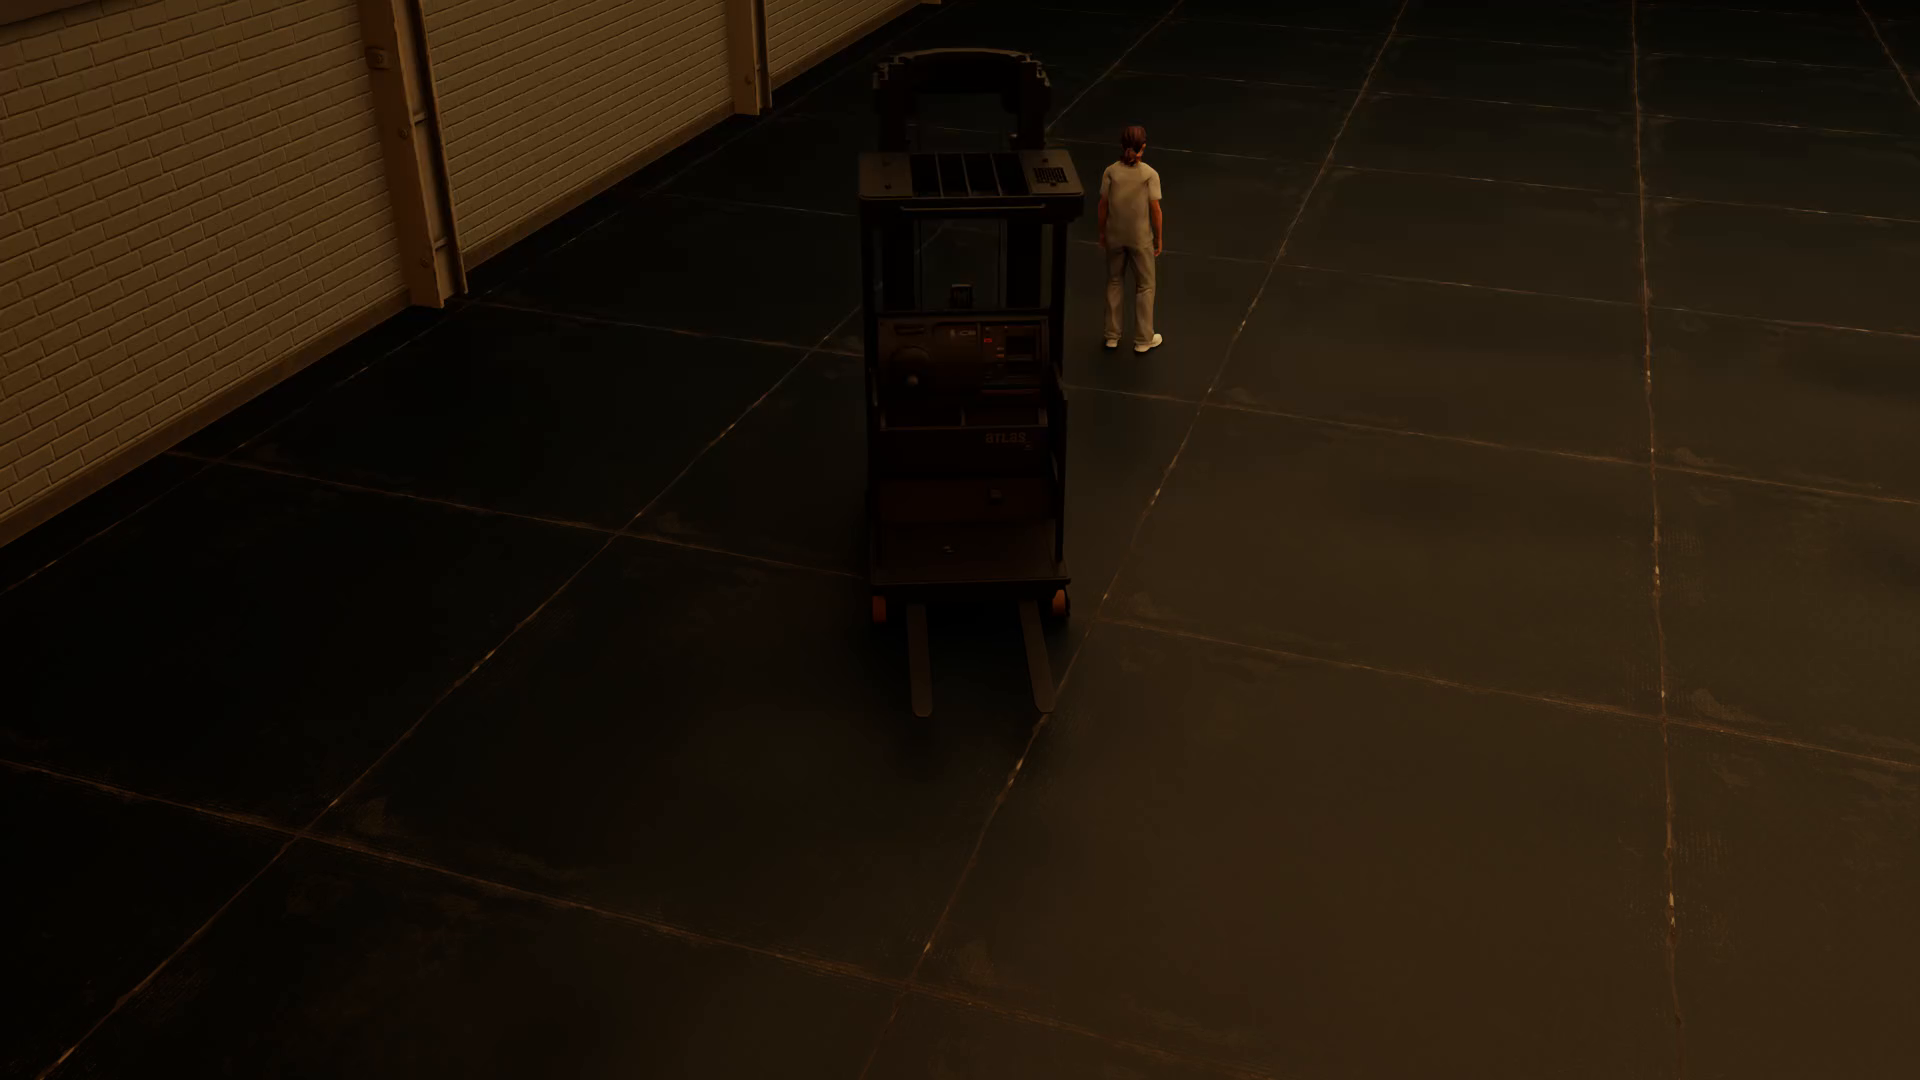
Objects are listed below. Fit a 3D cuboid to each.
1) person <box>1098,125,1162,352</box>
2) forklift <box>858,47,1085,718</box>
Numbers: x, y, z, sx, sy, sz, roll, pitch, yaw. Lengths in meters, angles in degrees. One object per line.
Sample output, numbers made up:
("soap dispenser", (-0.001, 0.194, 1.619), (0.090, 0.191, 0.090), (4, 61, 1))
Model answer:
("person", (1.266, -2.225, 12.313), (0.507, 1.671, 0.365), (11, 31, 18))
("forklift", (0.035, -0.972, 8.842), (1.130, 2.935, 3.031), (-2, 30, -3))
